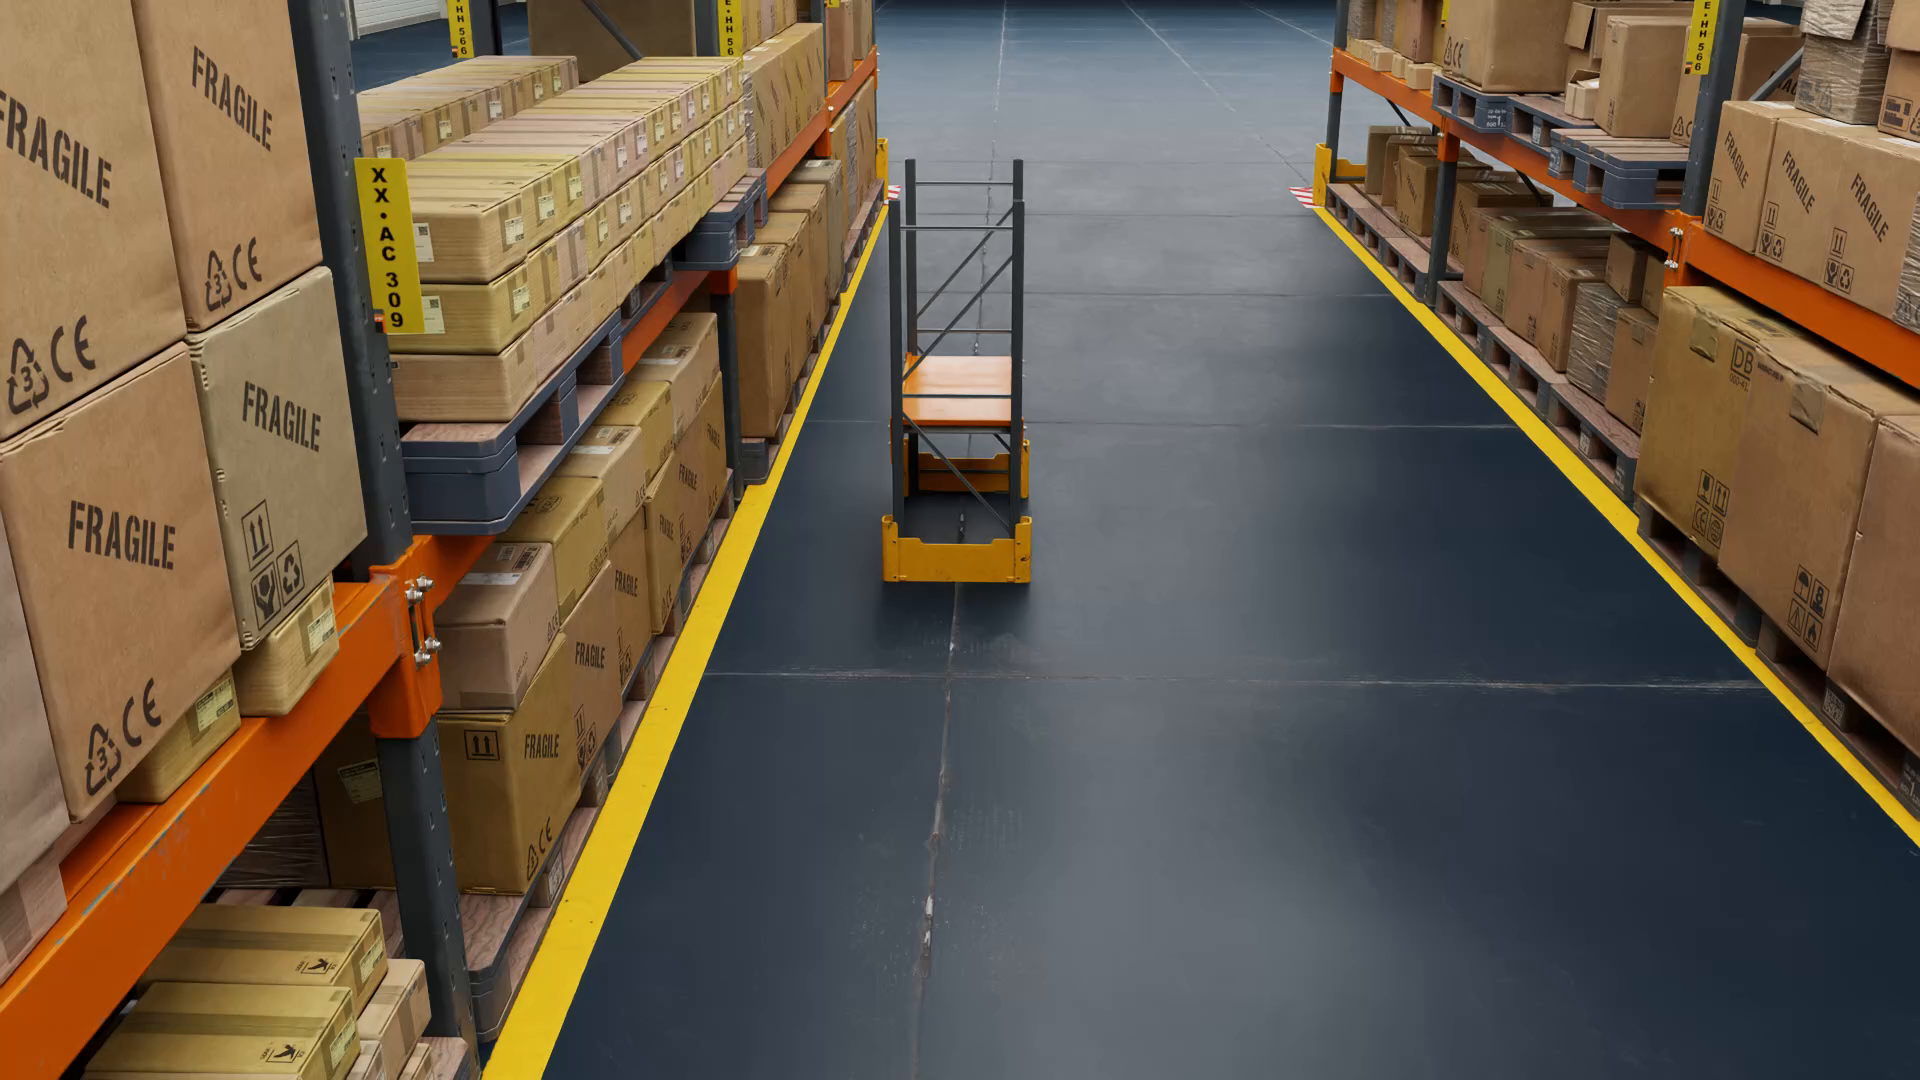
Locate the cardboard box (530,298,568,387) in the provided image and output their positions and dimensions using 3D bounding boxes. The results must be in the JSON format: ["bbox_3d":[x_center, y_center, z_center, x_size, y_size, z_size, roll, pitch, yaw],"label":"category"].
[{"bbox_3d":[-1.129,-0.459,3.833,0.380,0.149,0.250,1,21,2],"label":"cardboard box"}]

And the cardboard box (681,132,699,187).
[{"bbox_3d":[-1.071,-1.251,5.462,0.380,0.149,0.250,0,21,1],"label":"cardboard box"}]

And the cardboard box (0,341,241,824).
[{"bbox_3d":[-1.353,0.037,2.236,0.500,0.500,0.500,0,21,0],"label":"cardboard box"}]

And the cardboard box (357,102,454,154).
[{"bbox_3d":[-1.739,-1.215,4.958,0.380,0.149,0.250,0,21,1],"label":"cardboard box"}]

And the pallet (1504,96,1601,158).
[{"bbox_3d":[3.492,-2.125,8.624,1.003,0.211,1.213,1,21,2],"label":"pallet"}]

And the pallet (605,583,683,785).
[{"bbox_3d":[-1.547,0.433,5.621,1.003,0.211,1.213,1,21,2],"label":"pallet"}]

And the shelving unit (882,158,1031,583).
[{"bbox_3d":[0.002,-0.727,6.829,0.587,1.500,1.083,1,21,2],"label":"shelving unit"}]

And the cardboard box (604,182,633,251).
[{"bbox_3d":[-1.105,-0.876,4.496,0.380,0.149,0.250,1,21,4],"label":"cardboard box"}]

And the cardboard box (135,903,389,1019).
[{"bbox_3d":[-1.354,0.844,3.244,0.380,0.149,0.250,1,21,3],"label":"cardboard box"}]

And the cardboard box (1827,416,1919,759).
[{"bbox_3d":[3.377,0.188,4.754,1.225,0.875,0.875,0,21,0],"label":"cardboard box"}]

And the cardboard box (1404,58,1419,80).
[{"bbox_3d":[3.395,-3.360,11.888,0.380,0.149,0.250,1,21,2],"label":"cardboard box"}]

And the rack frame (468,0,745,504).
[{"bbox_3d":[-1.482,-1.589,6.978,1.000,3.000,0.127,1,21,2],"label":"rack frame"}]

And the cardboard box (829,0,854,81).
[{"bbox_3d":[-1.233,-3.632,12.036,0.875,0.550,0.550,1,21,2],"label":"cardboard box"}]

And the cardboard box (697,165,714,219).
[{"bbox_3d":[-1.065,-1.212,5.772,0.380,0.149,0.250,0,21,1],"label":"cardboard box"}]

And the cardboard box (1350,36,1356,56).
[{"bbox_3d":[3.442,-4.083,13.753,0.380,0.149,0.250,1,21,2],"label":"cardboard box"}]

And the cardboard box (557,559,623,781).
[{"bbox_3d":[-1.301,0.371,4.801,0.500,0.500,0.500,2,21,4],"label":"cardboard box"}]

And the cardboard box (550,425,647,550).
[{"bbox_3d":[-1.283,-0.164,5.144,0.500,0.250,0.500,1,21,4],"label":"cardboard box"}]

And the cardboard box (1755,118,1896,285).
[{"bbox_3d":[3.173,-1.186,5.800,0.500,0.500,0.500,0,21,0],"label":"cardboard box"}]

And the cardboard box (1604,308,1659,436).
[{"bbox_3d":[3.473,-0.780,7.741,0.700,0.500,0.500,0,21,-1],"label":"cardboard box"}]

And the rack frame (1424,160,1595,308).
[{"bbox_3d":[3.595,-2.945,10.471,1.000,3.000,0.127,1,21,2],"label":"rack frame"}]

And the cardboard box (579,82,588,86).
[{"bbox_3d":[-1.736,-1.802,7.388,0.500,0.500,0.500,1,21,2],"label":"cardboard box"}]

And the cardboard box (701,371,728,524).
[{"bbox_3d":[-1.240,-0.379,6.734,0.500,0.500,0.500,1,21,1],"label":"cardboard box"}]

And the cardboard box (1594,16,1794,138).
[{"bbox_3d":[3.366,-2.139,7.677,0.700,0.500,0.500,4,22,10],"label":"cardboard box"}]

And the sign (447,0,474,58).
[{"bbox_3d":[-2.037,-2.134,6.782,0.100,0.325,0.005,1,21,2],"label":"sign"}]

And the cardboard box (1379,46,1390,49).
[{"bbox_3d":[3.438,-3.721,12.820,0.380,0.149,0.250,1,21,2],"label":"cardboard box"}]

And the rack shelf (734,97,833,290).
[{"bbox_3d":[-1.421,-1.977,8.972,1.077,0.370,4.000,1,21,2],"label":"rack shelf"}]

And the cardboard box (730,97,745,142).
[{"bbox_3d":[-1.042,-1.623,6.421,0.380,0.149,0.250,1,21,3],"label":"cardboard box"}]

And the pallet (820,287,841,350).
[{"bbox_3d":[-1.308,-1.456,10.489,1.003,0.211,1.213,1,21,2],"label":"pallet"}]

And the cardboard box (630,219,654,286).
[{"bbox_3d":[-1.097,-0.831,4.791,0.380,0.149,0.250,0,21,1],"label":"cardboard box"}]

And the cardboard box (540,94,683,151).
[{"bbox_3d":[-1.080,-1.296,5.166,0.380,0.149,0.250,2,21,4],"label":"cardboard box"}]

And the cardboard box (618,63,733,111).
[{"bbox_3d":[-1.048,-1.672,6.137,0.380,0.149,0.250,0,21,1],"label":"cardboard box"}]

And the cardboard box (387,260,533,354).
[{"bbox_3d":[-1.132,-0.498,3.521,0.380,0.149,0.250,1,21,2],"label":"cardboard box"}]

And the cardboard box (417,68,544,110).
[{"bbox_3d":[-1.707,-1.595,5.936,0.380,0.149,0.250,1,21,1],"label":"cardboard box"}]

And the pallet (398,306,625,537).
[{"bbox_3d":[-1.435,-0.328,3.994,1.003,0.211,1.213,1,21,2],"label":"pallet"}]

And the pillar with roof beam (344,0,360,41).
[{"bbox_3d":[-7.222,-13.569,29.559,9.100,9.000,0.400,1,21,2],"label":"pillar with roof beam"}]

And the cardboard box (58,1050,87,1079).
[{"bbox_3d":[-1.852,1.072,3.070,0.380,0.149,0.250,1,21,2],"label":"cardboard box"}]

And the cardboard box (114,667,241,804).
[{"bbox_3d":[-1.345,0.270,2.533,0.380,0.149,0.250,1,21,4],"label":"cardboard box"}]

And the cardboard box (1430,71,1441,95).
[{"bbox_3d":[3.324,-2.999,10.958,0.380,0.149,0.250,1,21,2],"label":"cardboard box"}]

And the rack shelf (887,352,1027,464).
[{"bbox_3d":[0.003,-0.562,6.902,0.538,0.185,1.000,1,21,2],"label":"rack shelf"}]

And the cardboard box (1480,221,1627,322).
[{"bbox_3d":[3.521,-1.590,9.828,0.700,0.500,0.500,1,21,1],"label":"cardboard box"}]

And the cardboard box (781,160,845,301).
[{"bbox_3d":[-1.289,-1.957,10.456,1.050,0.750,0.750,1,21,1],"label":"cardboard box"}]

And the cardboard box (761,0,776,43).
[{"bbox_3d":[-1.399,-3.000,9.094,0.700,0.500,0.500,1,21,2],"label":"cardboard box"}]

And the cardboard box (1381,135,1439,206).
[{"bbox_3d":[3.697,-2.979,13.435,0.500,0.500,0.500,6,22,16],"label":"cardboard box"}]

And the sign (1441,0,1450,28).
[{"bbox_3d":[3.052,-3.351,10.323,0.100,0.325,0.005,1,21,2],"label":"sign"}]

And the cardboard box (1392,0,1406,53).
[{"bbox_3d":[3.691,-3.834,12.215,0.875,0.500,0.500,1,21,2],"label":"cardboard box"}]

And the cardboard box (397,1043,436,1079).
[{"bbox_3d":[-1.275,1.136,3.316,0.380,0.149,0.250,1,21,2],"label":"cardboard box"}]

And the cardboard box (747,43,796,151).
[{"bbox_3d":[-1.152,-2.342,8.779,0.500,0.500,0.500,0,21,1],"label":"cardboard box"}]

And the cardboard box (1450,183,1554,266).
[{"bbox_3d":[3.647,-2.119,11.219,0.500,0.500,0.500,0,21,0],"label":"cardboard box"}]

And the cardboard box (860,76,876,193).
[{"bbox_3d":[-1.193,-3.441,14.108,0.875,0.875,0.875,1,21,2],"label":"cardboard box"}]

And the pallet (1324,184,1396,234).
[{"bbox_3d":[3.654,-2.770,13.876,1.003,0.211,1.213,1,21,2],"label":"pallet"}]

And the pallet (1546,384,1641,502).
[{"bbox_3d":[3.498,-0.481,7.976,1.003,0.211,1.213,1,21,2],"label":"pallet"}]

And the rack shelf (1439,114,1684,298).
[{"bbox_3d":[3.534,-1.886,8.737,1.077,0.370,4.000,1,21,2],"label":"rack shelf"}]

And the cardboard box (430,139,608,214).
[{"bbox_3d":[-1.109,-0.920,4.198,0.380,0.149,0.250,0,21,1],"label":"cardboard box"}]
